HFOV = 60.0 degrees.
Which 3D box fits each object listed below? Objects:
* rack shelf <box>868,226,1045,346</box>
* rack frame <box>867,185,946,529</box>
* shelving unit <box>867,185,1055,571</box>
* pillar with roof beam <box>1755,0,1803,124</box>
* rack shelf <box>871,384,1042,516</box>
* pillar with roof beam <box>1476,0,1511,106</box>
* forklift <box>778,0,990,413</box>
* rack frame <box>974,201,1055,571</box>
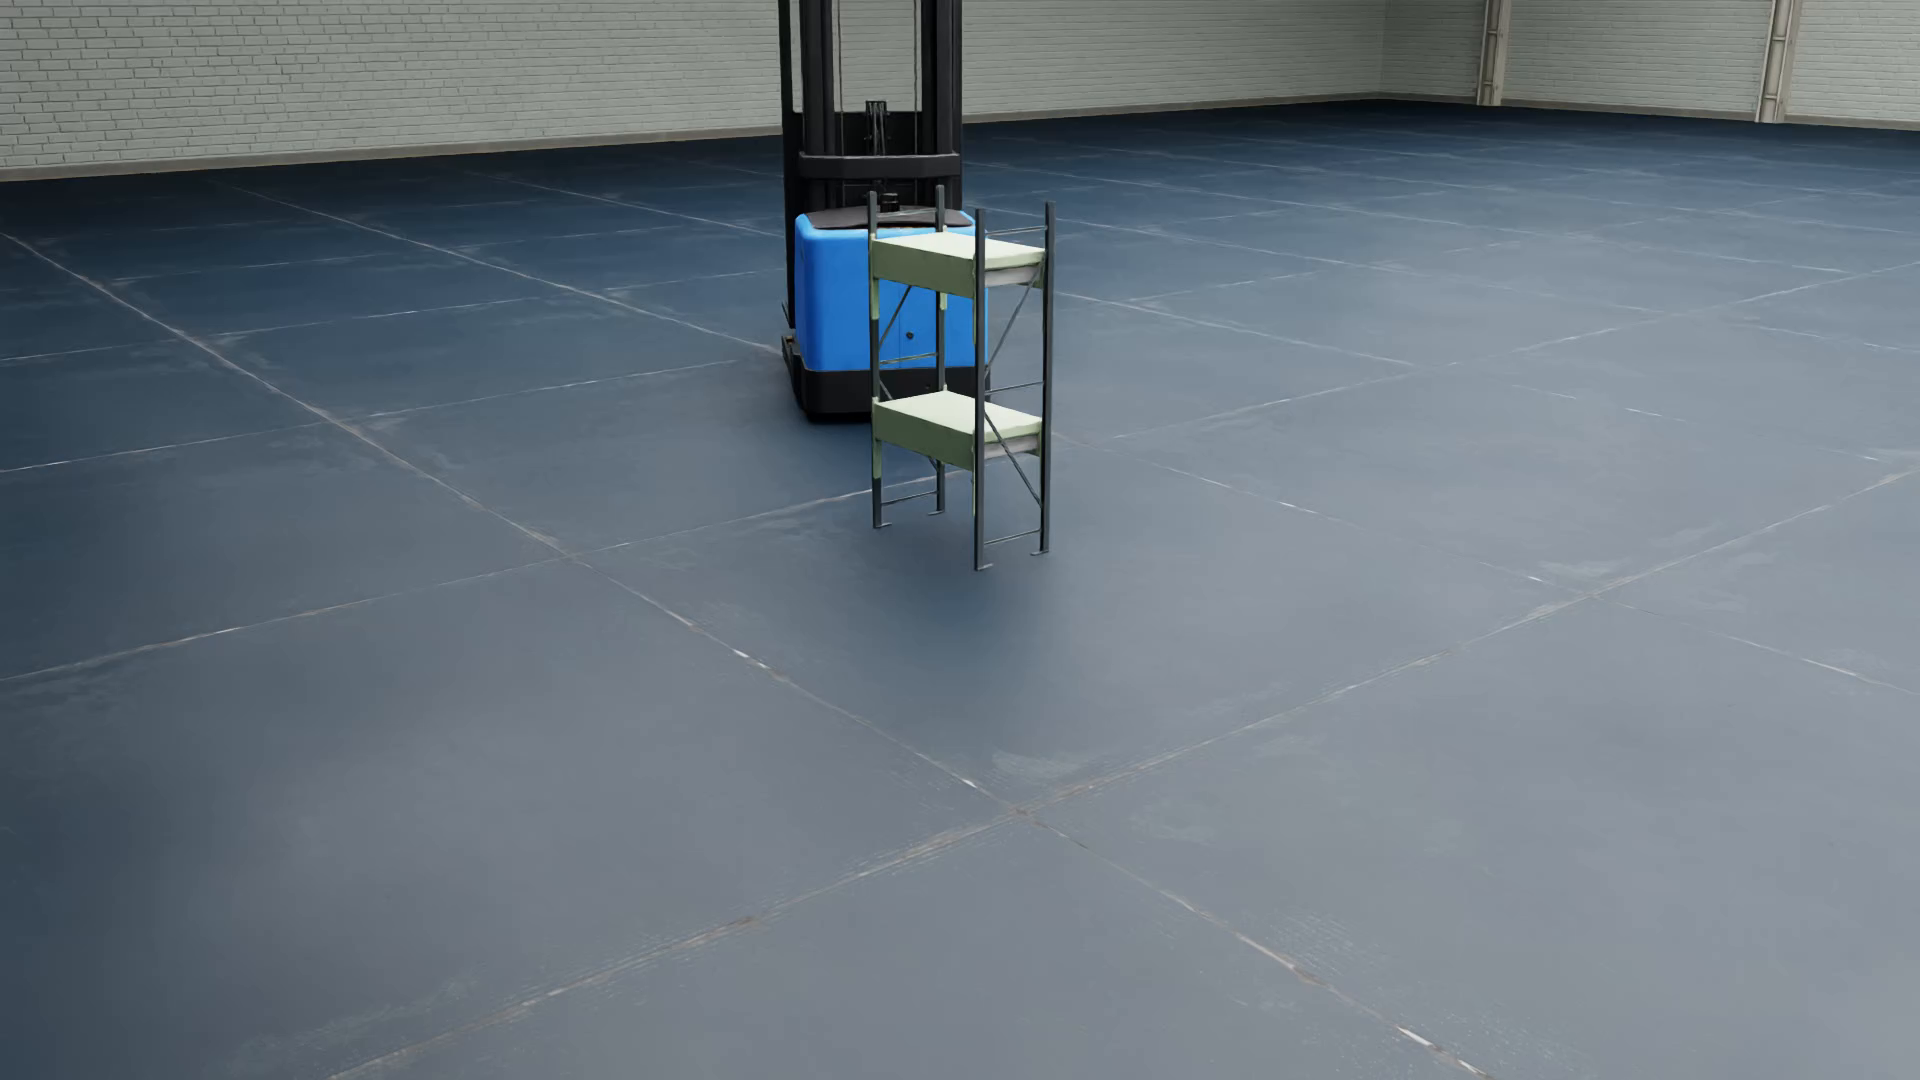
[{"bbox_3d":[-0.004,-1.084,7.009,0.431,0.370,0.720,-14,23,-36],"label":"rack shelf"},{"bbox_3d":[-0.231,-0.804,7.404,0.400,1.500,0.023,-14,23,-36],"label":"rack frame"},{"bbox_3d":[-0.004,-0.714,7.132,0.431,1.500,0.755,-14,23,-36],"label":"shelving unit"},{"bbox_3d":[11.455,-11.081,26.512,9.100,9.000,0.400,-14,23,-36],"label":"pillar with roof beam"},{"bbox_3d":[-0.004,-0.404,7.234,0.431,0.370,0.720,-14,23,-36],"label":"rack shelf"},{"bbox_3d":[7.729,-12.560,30.977,9.100,9.000,0.400,-14,23,-36],"label":"pillar with roof beam"},{"bbox_3d":[-0.570,-2.518,10.306,1.130,2.935,3.031,-3,19,-9],"label":"forklift"},{"bbox_3d":[0.223,-0.623,6.859,0.400,1.500,0.023,-14,23,-36],"label":"rack frame"}]
